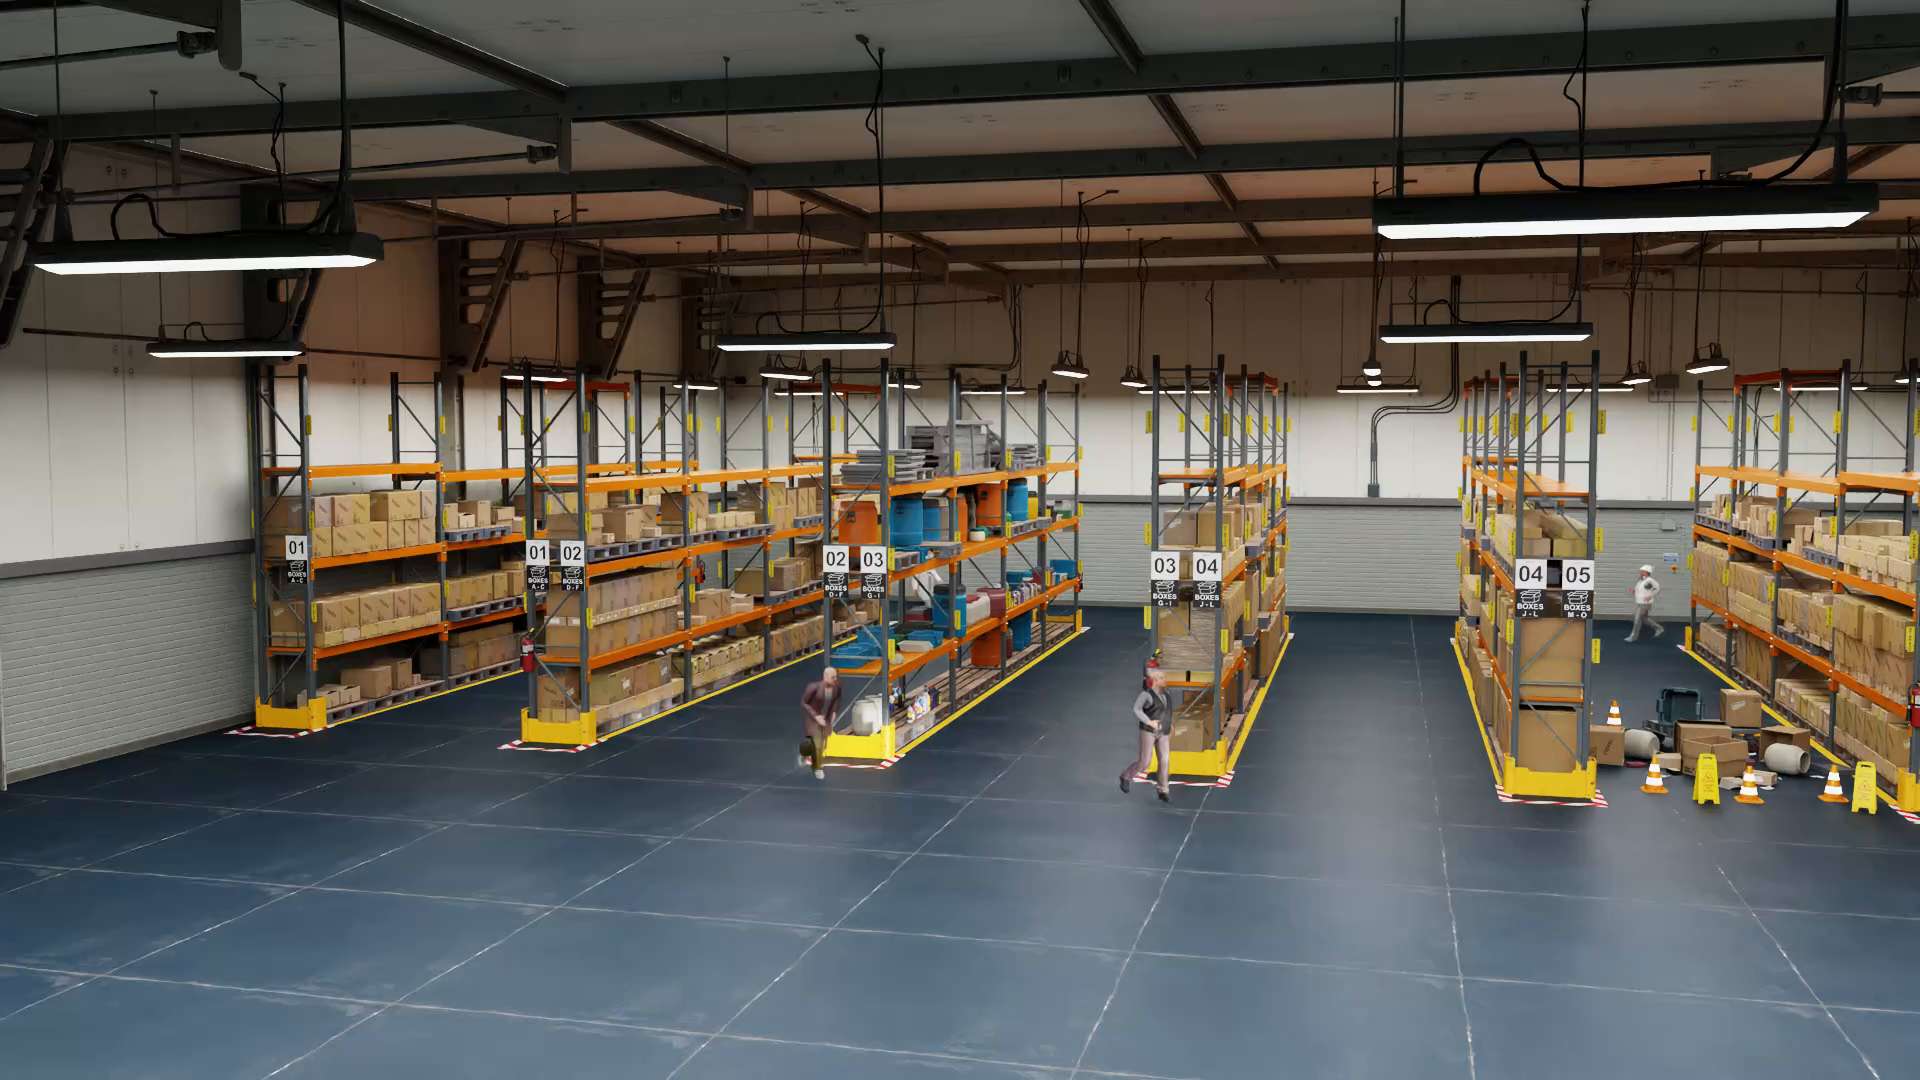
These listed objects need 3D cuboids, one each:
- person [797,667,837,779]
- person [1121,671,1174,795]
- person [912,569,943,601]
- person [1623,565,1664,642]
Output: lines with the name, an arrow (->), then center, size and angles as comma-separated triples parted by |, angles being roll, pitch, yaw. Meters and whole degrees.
person -> -2.019, 2.573, 23.685 | 0.678, 1.614, 0.918 | -3, 5, -37
person -> 2.619, 2.576, 22.378 | 0.616, 1.633, 0.774 | -3, 5, -38
person -> -0.883, 1.370, 41.860 | 0.820, 1.556, 0.646 | -3, 5, -34
person -> 15.784, 1.458, 38.336 | 0.955, 1.771, 0.660 | 0, 4, 3
